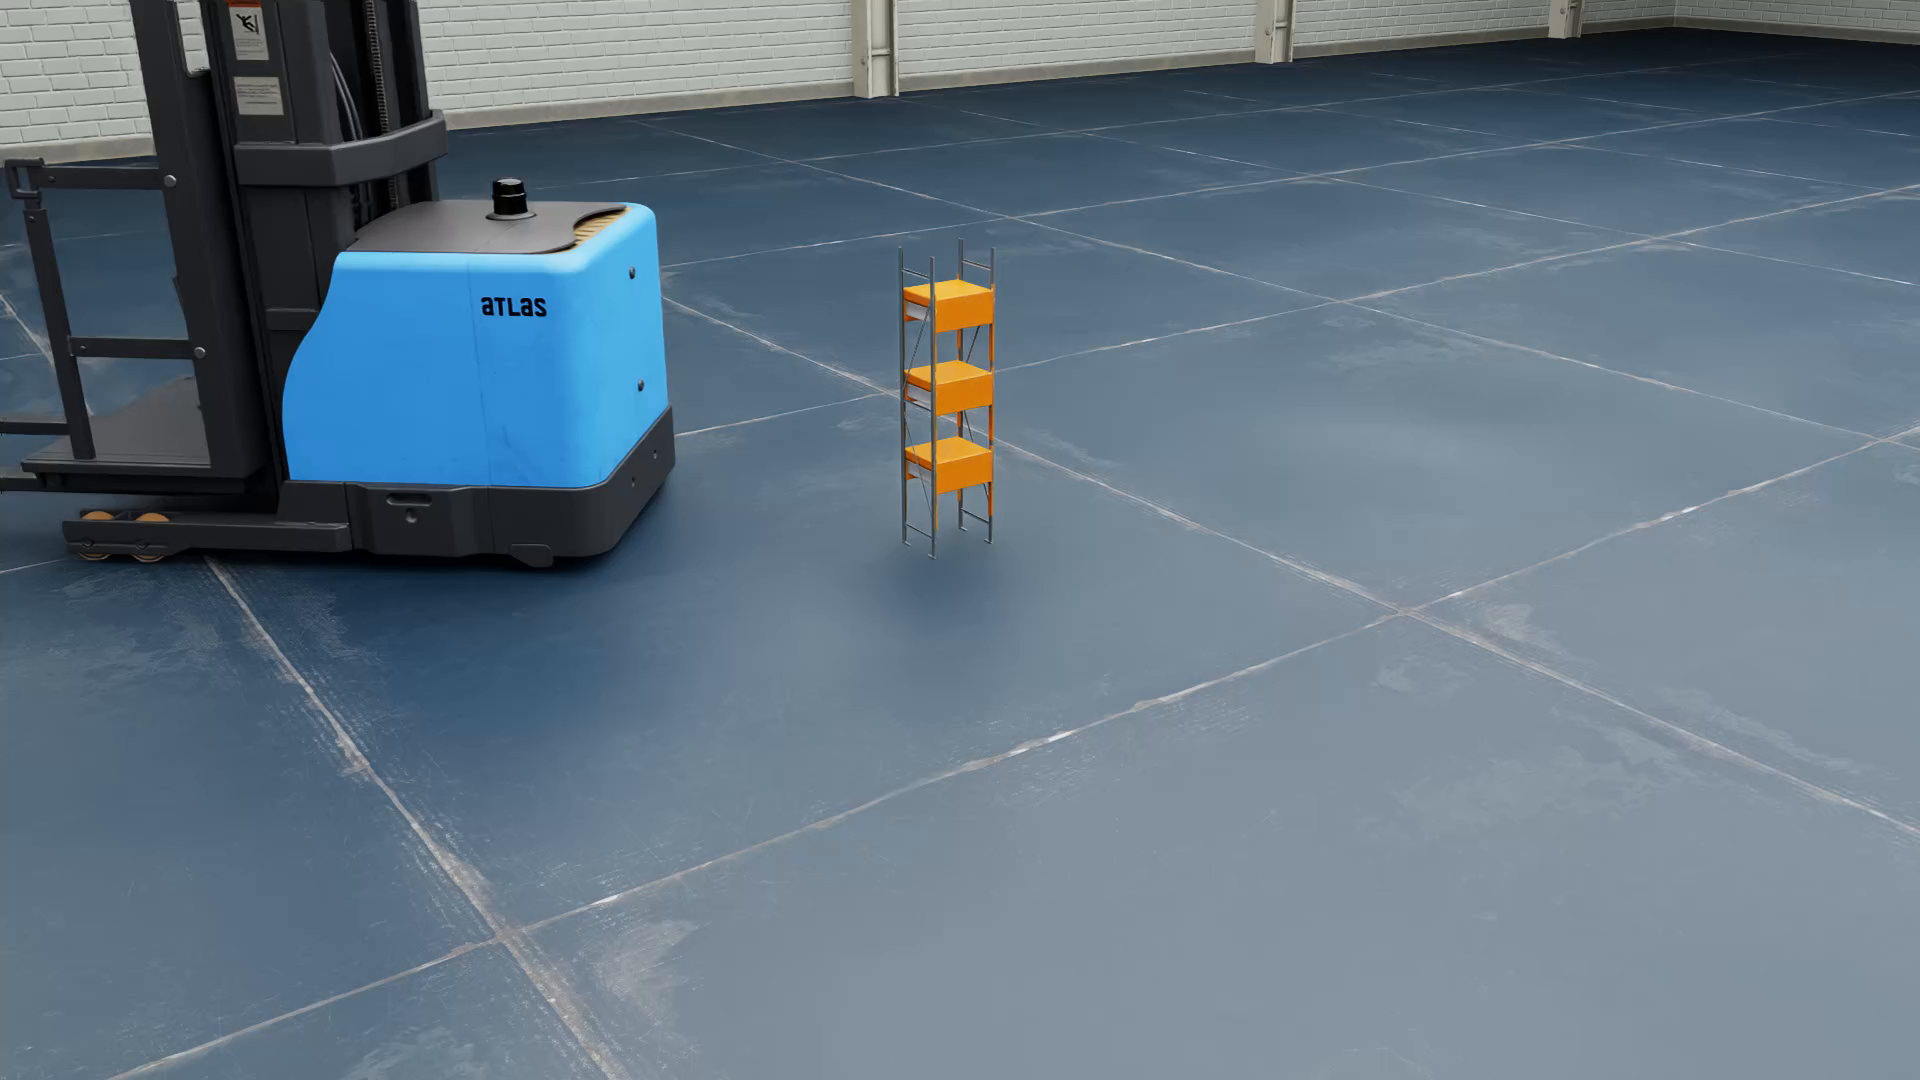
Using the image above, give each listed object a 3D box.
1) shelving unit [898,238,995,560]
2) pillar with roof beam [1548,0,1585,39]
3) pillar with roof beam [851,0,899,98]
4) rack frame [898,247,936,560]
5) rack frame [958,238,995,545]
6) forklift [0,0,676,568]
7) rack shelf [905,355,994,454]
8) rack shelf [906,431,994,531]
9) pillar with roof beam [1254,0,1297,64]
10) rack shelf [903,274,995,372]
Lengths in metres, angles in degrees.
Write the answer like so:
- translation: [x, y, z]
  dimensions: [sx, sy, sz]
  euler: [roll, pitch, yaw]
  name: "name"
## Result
- translation: [-0.043, -0.476, 5.673]
  dimensions: [0.252, 1.050, 0.215]
  euler: [-15, 26, -33]
  name: "shelving unit"
- translation: [11.354, -10.253, 19.449]
  dimensions: [0.400, 9.000, 9.100]
  euler: [-15, 26, -33]
  name: "pillar with roof beam"
- translation: [1.613, -7.656, 12.940]
  dimensions: [0.400, 9.000, 9.100]
  euler: [-15, 26, -33]
  name: "pillar with roof beam"
- translation: [-0.142, -0.450, 5.607]
  dimensions: [0.008, 1.050, 0.200]
  euler: [-15, 26, -33]
  name: "rack frame"
- translation: [0.056, -0.502, 5.739]
  dimensions: [0.008, 1.050, 0.200]
  euler: [-15, 26, -33]
  name: "rack frame"
- translation: [-2.646, -1.476, 5.641]
  dimensions: [3.031, 2.935, 1.130]
  euler: [2, 22, 5]
  name: "forklift"
- translation: [-0.043, -0.466, 5.677]
  dimensions: [0.240, 0.259, 0.215]
  euler: [-15, 26, -33]
  name: "rack shelf"
- translation: [-0.043, -0.208, 5.780]
  dimensions: [0.240, 0.259, 0.215]
  euler: [-15, 26, -33]
  name: "rack shelf"
- translation: [6.483, -8.954, 16.195]
  dimensions: [0.400, 9.000, 9.100]
  euler: [-15, 26, -33]
  name: "pillar with roof beam"
- translation: [-0.043, -0.730, 5.572]
  dimensions: [0.240, 0.259, 0.215]
  euler: [-15, 26, -33]
  name: "rack shelf"
